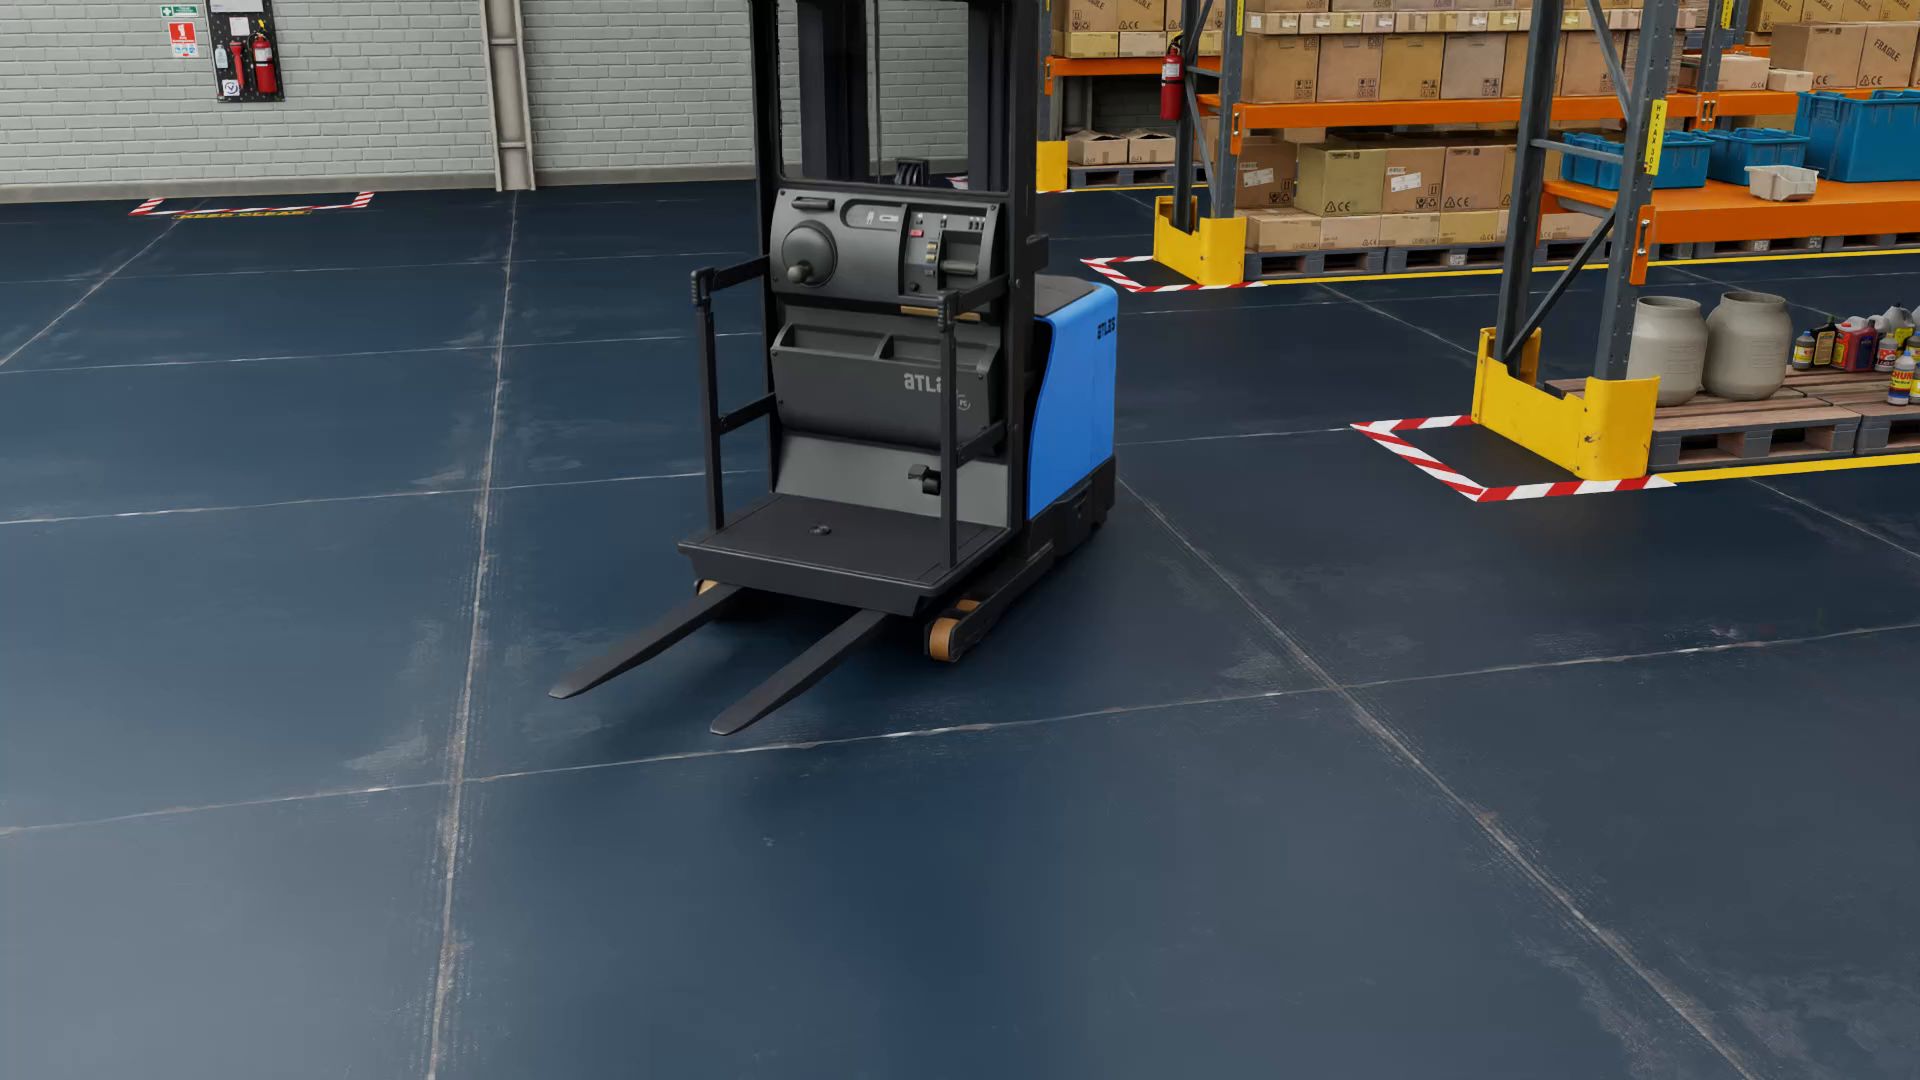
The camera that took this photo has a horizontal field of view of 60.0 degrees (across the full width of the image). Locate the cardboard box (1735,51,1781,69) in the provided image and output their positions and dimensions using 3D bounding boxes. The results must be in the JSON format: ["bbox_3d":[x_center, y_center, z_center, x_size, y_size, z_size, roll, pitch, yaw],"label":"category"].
[{"bbox_3d":[6.595,-3.920,13.849,0.258,0.266,0.396,-5,21,-14],"label":"cardboard box"}]

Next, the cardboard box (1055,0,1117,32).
[{"bbox_3d":[1.279,-5.421,16.851,0.500,0.500,0.500,-5,21,-12],"label":"cardboard box"}]

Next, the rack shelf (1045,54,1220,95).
[{"bbox_3d":[2.691,-5.013,17.685,4.000,0.370,1.077,-5,21,-12],"label":"rack shelf"}]

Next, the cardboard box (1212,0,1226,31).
[{"bbox_3d":[2.766,-5.541,17.177,0.500,0.500,0.500,-4,20,-11],"label":"cardboard box"}]

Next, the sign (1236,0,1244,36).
[{"bbox_3d":[2.010,-3.792,11.933,0.005,0.325,0.100,-5,21,-12],"label":"sign"}]

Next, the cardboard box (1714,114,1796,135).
[{"bbox_3d":[9.276,-5.028,19.195,0.750,0.750,0.750,-5,21,-13],"label":"cardboard box"}]

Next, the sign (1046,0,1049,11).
[{"bbox_3d":[0.870,-5.418,16.485,0.005,0.325,0.100,-5,21,-12],"label":"sign"}]

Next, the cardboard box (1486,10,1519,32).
[{"bbox_3d":[4.072,-3.988,12.752,0.250,0.149,0.380,-4,20,-11],"label":"cardboard box"}]

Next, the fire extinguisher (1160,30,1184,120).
[{"bbox_3d":[1.667,-3.645,13.016,0.183,0.674,0.296,-5,21,-12],"label":"fire extinguisher"}]

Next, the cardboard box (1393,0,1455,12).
[{"bbox_3d":[3.398,-4.312,12.692,0.500,0.500,0.700,-5,21,-12],"label":"cardboard box"}]

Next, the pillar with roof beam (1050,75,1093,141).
[{"bbox_3d":[2.218,-6.914,13.106,0.400,9.000,9.100,-5,21,-12],"label":"pillar with roof beam"}]

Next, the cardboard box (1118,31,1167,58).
[{"bbox_3d":[1.795,-5.110,17.092,0.500,0.250,0.500,-5,21,-14],"label":"cardboard box"}]

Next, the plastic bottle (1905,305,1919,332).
[{"bbox_3d":[5.439,-1.182,9.393,0.185,0.351,0.144,-5,21,-13],"label":"plastic bottle"}]

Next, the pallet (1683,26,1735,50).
[{"bbox_3d":[7.861,-5.644,18.640,1.003,0.211,1.213,-5,21,-12],"label":"pallet"}]

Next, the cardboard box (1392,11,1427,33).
[{"bbox_3d":[3.324,-3.928,12.588,0.250,0.149,0.380,-5,21,-14],"label":"cardboard box"}]

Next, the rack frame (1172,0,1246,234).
[{"bbox_3d":[1.889,-3.535,12.604,0.127,3.000,1.000,-5,21,-12],"label":"rack frame"}]

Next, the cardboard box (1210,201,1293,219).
[{"bbox_3d":[2.342,-2.582,13.390,0.500,0.250,0.500,-5,21,-12],"label":"cardboard box"}]

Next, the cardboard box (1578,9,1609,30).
[{"bbox_3d":[4.815,-4.048,12.917,0.250,0.149,0.380,-5,21,-13],"label":"cardboard box"}]

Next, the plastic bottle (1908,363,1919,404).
[{"bbox_3d":[4.962,-0.817,8.612,0.097,0.201,0.097,0,20,0],"label":"plastic bottle"}]

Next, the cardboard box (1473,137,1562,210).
[{"bbox_3d":[4.405,-2.923,13.231,0.500,0.500,0.500,-5,21,-12],"label":"cardboard box"}]

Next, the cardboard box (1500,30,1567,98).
[{"bbox_3d":[4.350,-3.779,13.125,0.500,0.500,0.700,-4,21,-12],"label":"cardboard box"}]

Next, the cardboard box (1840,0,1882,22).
[{"bbox_3d":[10.057,-6.052,18.868,0.500,0.500,0.500,-5,21,-13],"label":"cardboard box"}]

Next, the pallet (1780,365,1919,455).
[{"bbox_3d":[5.065,-0.747,9.047,1.213,0.211,1.003,-5,21,-12],"label":"pallet"}]

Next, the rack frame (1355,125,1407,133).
[{"bbox_3d":[4.638,-5.509,17.994,0.127,3.000,1.000,-5,21,-12],"label":"rack frame"}]

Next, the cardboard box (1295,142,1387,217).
[{"bbox_3d":[2.948,-2.801,12.898,0.500,0.500,0.500,-5,21,-12],"label":"cardboard box"}]

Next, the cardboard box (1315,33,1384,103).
[{"bbox_3d":[2.856,-3.658,12.794,0.500,0.500,0.700,-4,21,-11],"label":"cardboard box"}]

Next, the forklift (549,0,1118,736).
[{"bbox_3d":[-0.378,-1.096,6.046,1.130,2.935,3.031,9,22,23],"label":"forklift"}]

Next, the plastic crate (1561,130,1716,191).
[{"bbox_3d":[3.443,-1.947,8.484,0.616,0.251,0.499,-5,21,-12],"label":"plastic crate"}]

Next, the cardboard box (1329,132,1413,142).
[{"bbox_3d":[3.312,-3.019,13.493,0.500,0.500,0.500,-5,21,-12],"label":"cardboard box"}]

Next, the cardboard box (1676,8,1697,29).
[{"bbox_3d":[5.566,-4.110,13.085,0.250,0.149,0.380,-5,21,-13],"label":"cardboard box"}]

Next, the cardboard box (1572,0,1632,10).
[{"bbox_3d":[4.859,-4.430,13.016,0.500,0.500,0.700,-5,21,-13],"label":"cardboard box"}]

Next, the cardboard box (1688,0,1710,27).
[{"bbox_3d":[8.075,-6.039,18.655,0.500,0.500,0.700,-7,21,-19],"label":"cardboard box"}]

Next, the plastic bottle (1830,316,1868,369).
[{"bbox_3d":[4.963,-1.107,9.296,0.135,0.276,0.152,-4,21,-12],"label":"plastic bottle"}]

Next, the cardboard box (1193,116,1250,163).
[{"bbox_3d":[2.719,-4.337,17.787,0.500,0.500,0.700,-6,21,-16],"label":"cardboard box"}]

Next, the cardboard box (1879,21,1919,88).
[{"bbox_3d":[8.045,-4.077,13.938,0.500,0.500,0.500,-6,21,-15],"label":"cardboard box"}]

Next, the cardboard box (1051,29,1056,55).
[{"bbox_3d":[1.155,-5.234,17.430,0.500,0.250,0.500,-4,21,-12],"label":"cardboard box"}]

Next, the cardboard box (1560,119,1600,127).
[{"bbox_3d":[6.837,-4.734,18.871,0.500,0.500,0.700,-5,21,-13],"label":"cardboard box"}]

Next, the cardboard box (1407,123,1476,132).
[{"bbox_3d":[5.350,-4.606,18.522,0.500,0.500,0.700,-4,20,-11],"label":"cardboard box"}]

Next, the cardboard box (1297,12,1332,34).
[{"bbox_3d":[2.576,-3.867,12.423,0.250,0.149,0.380,-5,21,-14],"label":"cardboard box"}]

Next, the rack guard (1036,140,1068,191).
[{"bbox_3d":[0.819,-4.025,17.576,0.348,0.500,1.175,-5,21,-12],"label":"rack guard"}]

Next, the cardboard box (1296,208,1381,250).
[{"bbox_3d":[2.947,-2.450,13.028,0.500,0.250,0.500,-5,21,-12],"label":"cardboard box"}]

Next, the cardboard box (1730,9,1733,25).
[{"bbox_3d":[8.929,-6.148,19.129,0.500,0.500,0.500,-5,21,-12],"label":"cardboard box"}]

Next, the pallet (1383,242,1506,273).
[{"bbox_3d":[3.808,-2.396,13.547,1.213,0.211,1.003,-5,21,-12],"label":"pallet"}]

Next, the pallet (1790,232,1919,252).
[{"bbox_3d":[7.679,-2.711,14.409,1.213,0.211,1.003,-5,21,-12],"label":"pallet"}]

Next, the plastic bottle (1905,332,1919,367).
[{"bbox_3d":[5.328,-1.061,9.278,0.097,0.201,0.097,0,20,0],"label":"plastic bottle"}]

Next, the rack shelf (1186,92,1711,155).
[{"bbox_3d":[3.835,-3.355,13.160,4.000,0.370,1.077,-5,21,-12],"label":"rack shelf"}]

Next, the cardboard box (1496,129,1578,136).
[{"bbox_3d":[4.773,-3.136,13.810,0.500,0.500,0.500,-5,21,-12],"label":"cardboard box"}]

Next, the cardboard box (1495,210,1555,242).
[{"bbox_3d":[4.408,-2.567,13.348,0.500,0.250,0.500,-5,21,-12],"label":"cardboard box"}]
